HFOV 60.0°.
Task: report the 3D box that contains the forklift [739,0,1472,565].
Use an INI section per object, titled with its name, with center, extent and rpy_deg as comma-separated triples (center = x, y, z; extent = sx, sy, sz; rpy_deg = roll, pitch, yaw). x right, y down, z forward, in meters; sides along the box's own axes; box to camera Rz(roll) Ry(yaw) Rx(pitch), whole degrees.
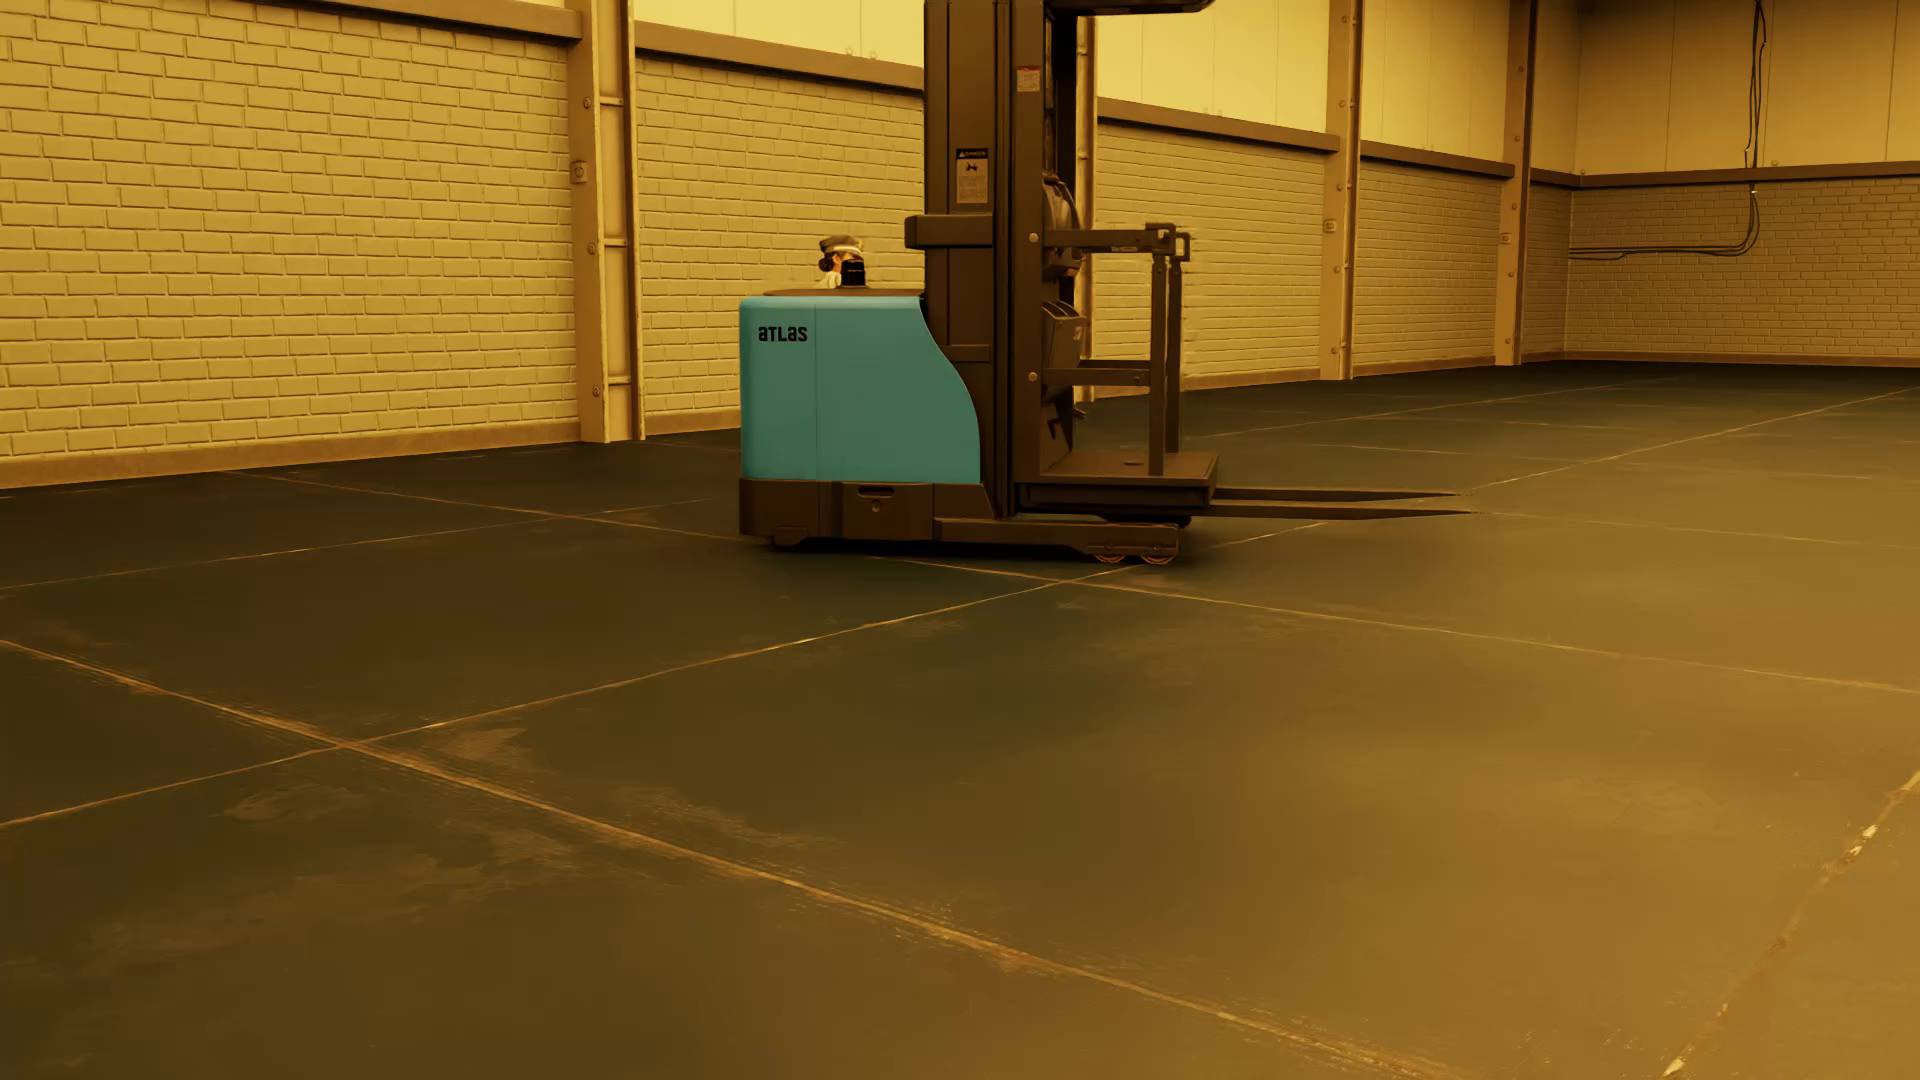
[forklift]
center = 0.624, -1.433, 7.073
extent = 3.031, 2.935, 1.130
rpy_deg = 2, 8, 11

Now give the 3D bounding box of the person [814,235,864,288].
[person]
center = -0.674, -1.012, 9.578
extent = 0.839, 1.469, 0.653
rpy_deg = 7, 11, 38
